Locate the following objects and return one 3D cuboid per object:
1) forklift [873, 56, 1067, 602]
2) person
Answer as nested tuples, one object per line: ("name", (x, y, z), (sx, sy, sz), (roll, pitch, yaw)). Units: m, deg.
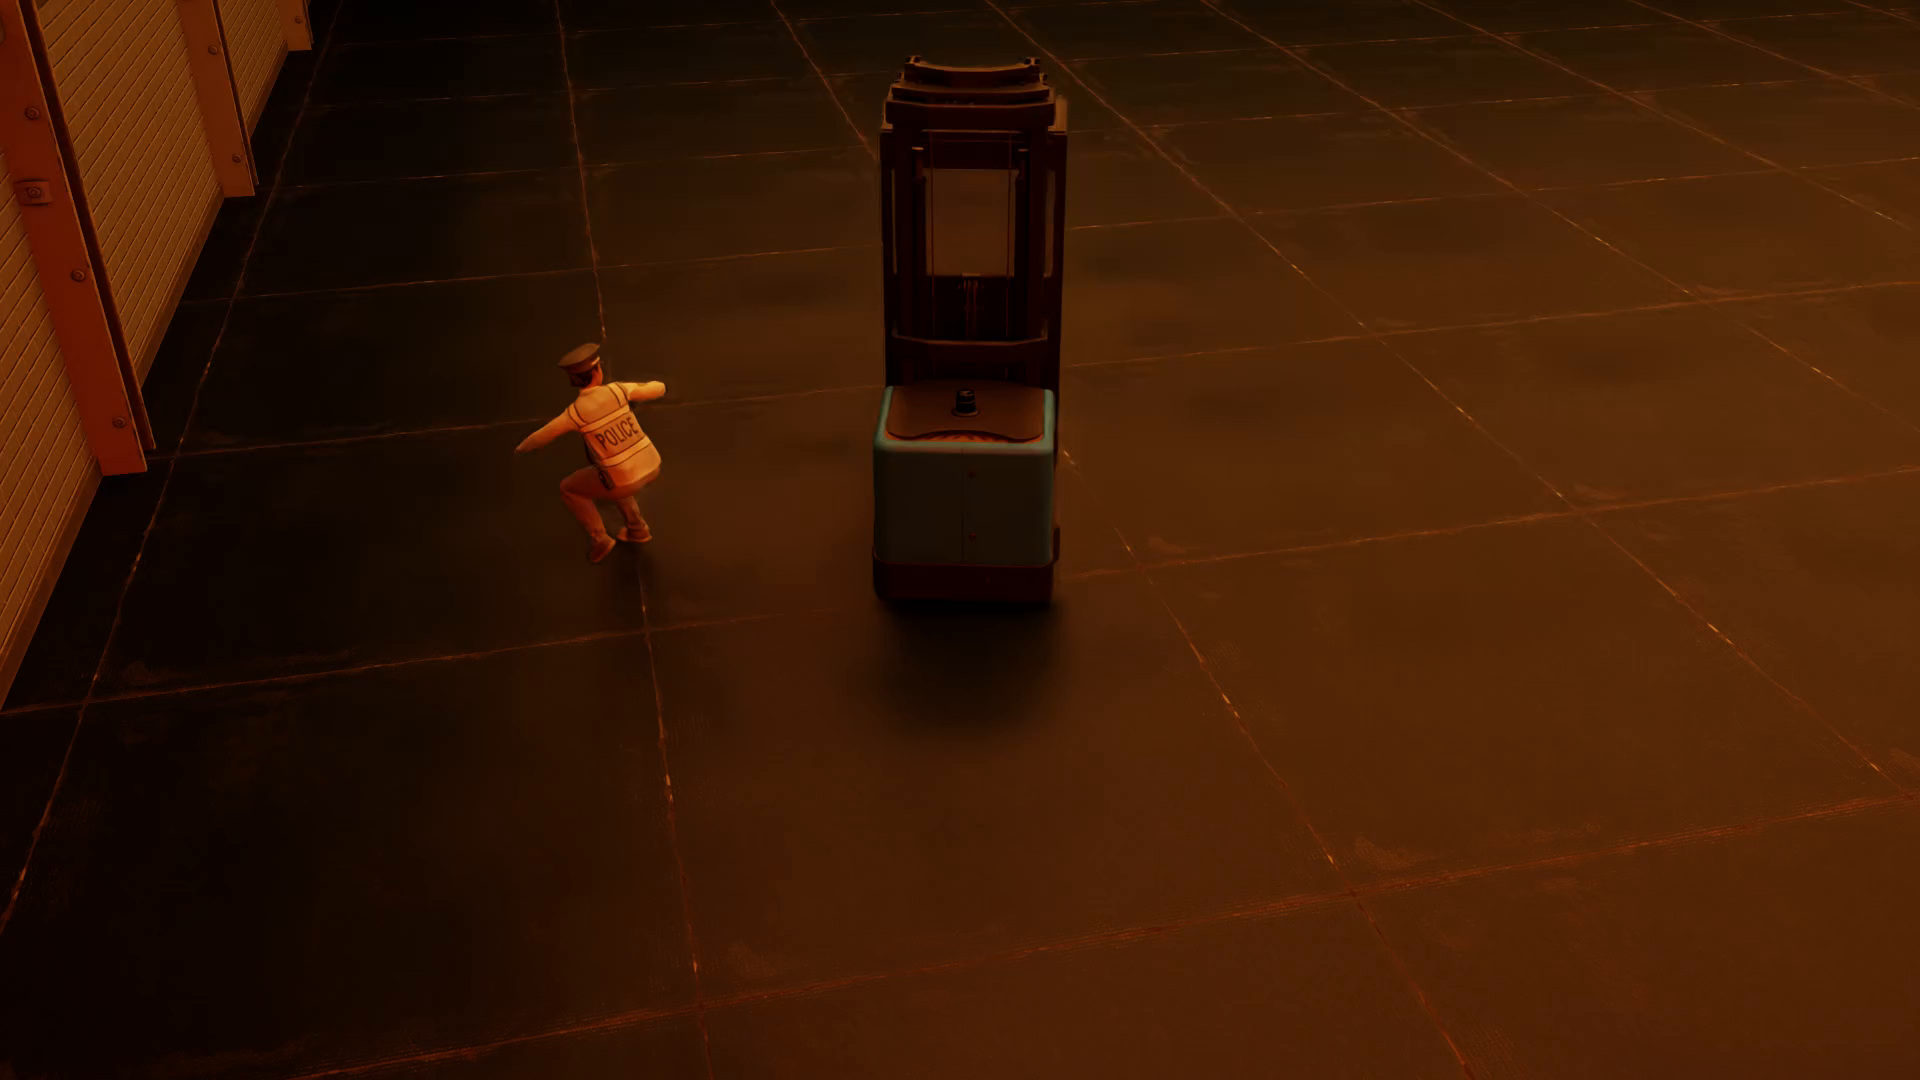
("forklift", (0.092, -1.610, 10.356), (1.130, 2.935, 3.031), (1, 30, 3))
("person", (-2.154, -0.537, 9.949), (0.869, 1.388, 0.740), (24, 38, 35))
